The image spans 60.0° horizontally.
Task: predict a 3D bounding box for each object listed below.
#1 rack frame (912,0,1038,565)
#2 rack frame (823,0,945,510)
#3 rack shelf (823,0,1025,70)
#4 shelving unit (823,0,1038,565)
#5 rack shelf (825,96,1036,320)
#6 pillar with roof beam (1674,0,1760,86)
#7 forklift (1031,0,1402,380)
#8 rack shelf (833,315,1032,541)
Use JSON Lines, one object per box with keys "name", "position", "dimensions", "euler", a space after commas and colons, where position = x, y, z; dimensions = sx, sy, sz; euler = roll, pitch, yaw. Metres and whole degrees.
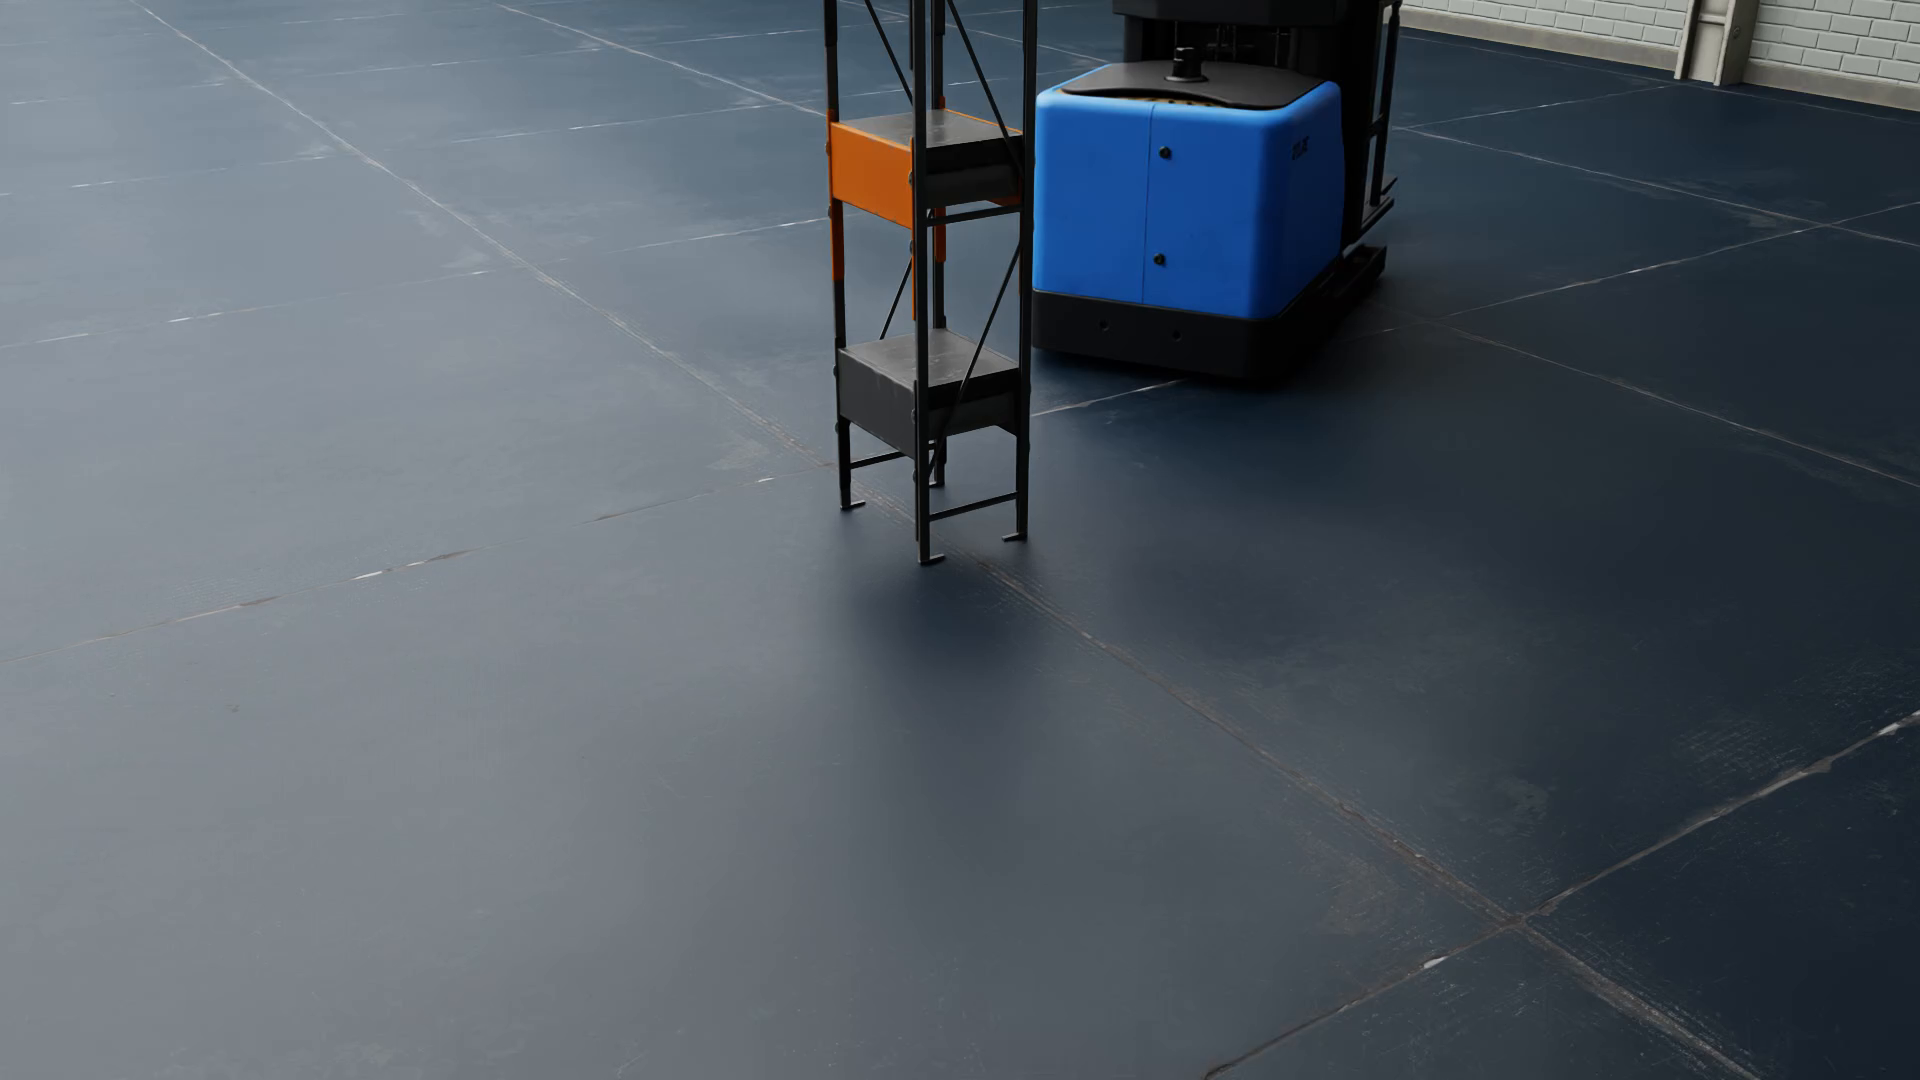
{"name": "rack frame", "position": [0.043, -0.921, 4.742], "dimensions": [0.400, 2.100, 0.015], "euler": [-16, 29, -30]}
{"name": "rack frame", "position": [-0.224, -1.096, 5.112], "dimensions": [0.400, 2.100, 0.015], "euler": [-16, 29, -30]}
{"name": "rack shelf", "position": [-0.090, -1.629, 4.634], "dimensions": [0.431, 0.518, 0.480], "euler": [-16, 29, -30]}
{"name": "shelving unit", "position": [-0.090, -1.009, 4.927], "dimensions": [0.431, 2.100, 0.503], "euler": [-16, 29, -30]}
{"name": "rack shelf", "position": [-0.090, -0.996, 4.933], "dimensions": [0.431, 0.518, 0.480], "euler": [-16, 29, -30]}
{"name": "pillar with roof beam", "position": [2.103, -6.575, 8.636], "dimensions": [9.100, 9.000, 0.400], "euler": [-16, 29, -30]}
{"name": "forklift", "position": [1.357, -2.538, 7.192], "dimensions": [1.130, 2.935, 3.031], "euler": [12, 28, 23]}
{"name": "rack shelf", "position": [-0.090, -0.363, 5.232], "dimensions": [0.431, 0.518, 0.480], "euler": [-16, 29, -30]}
